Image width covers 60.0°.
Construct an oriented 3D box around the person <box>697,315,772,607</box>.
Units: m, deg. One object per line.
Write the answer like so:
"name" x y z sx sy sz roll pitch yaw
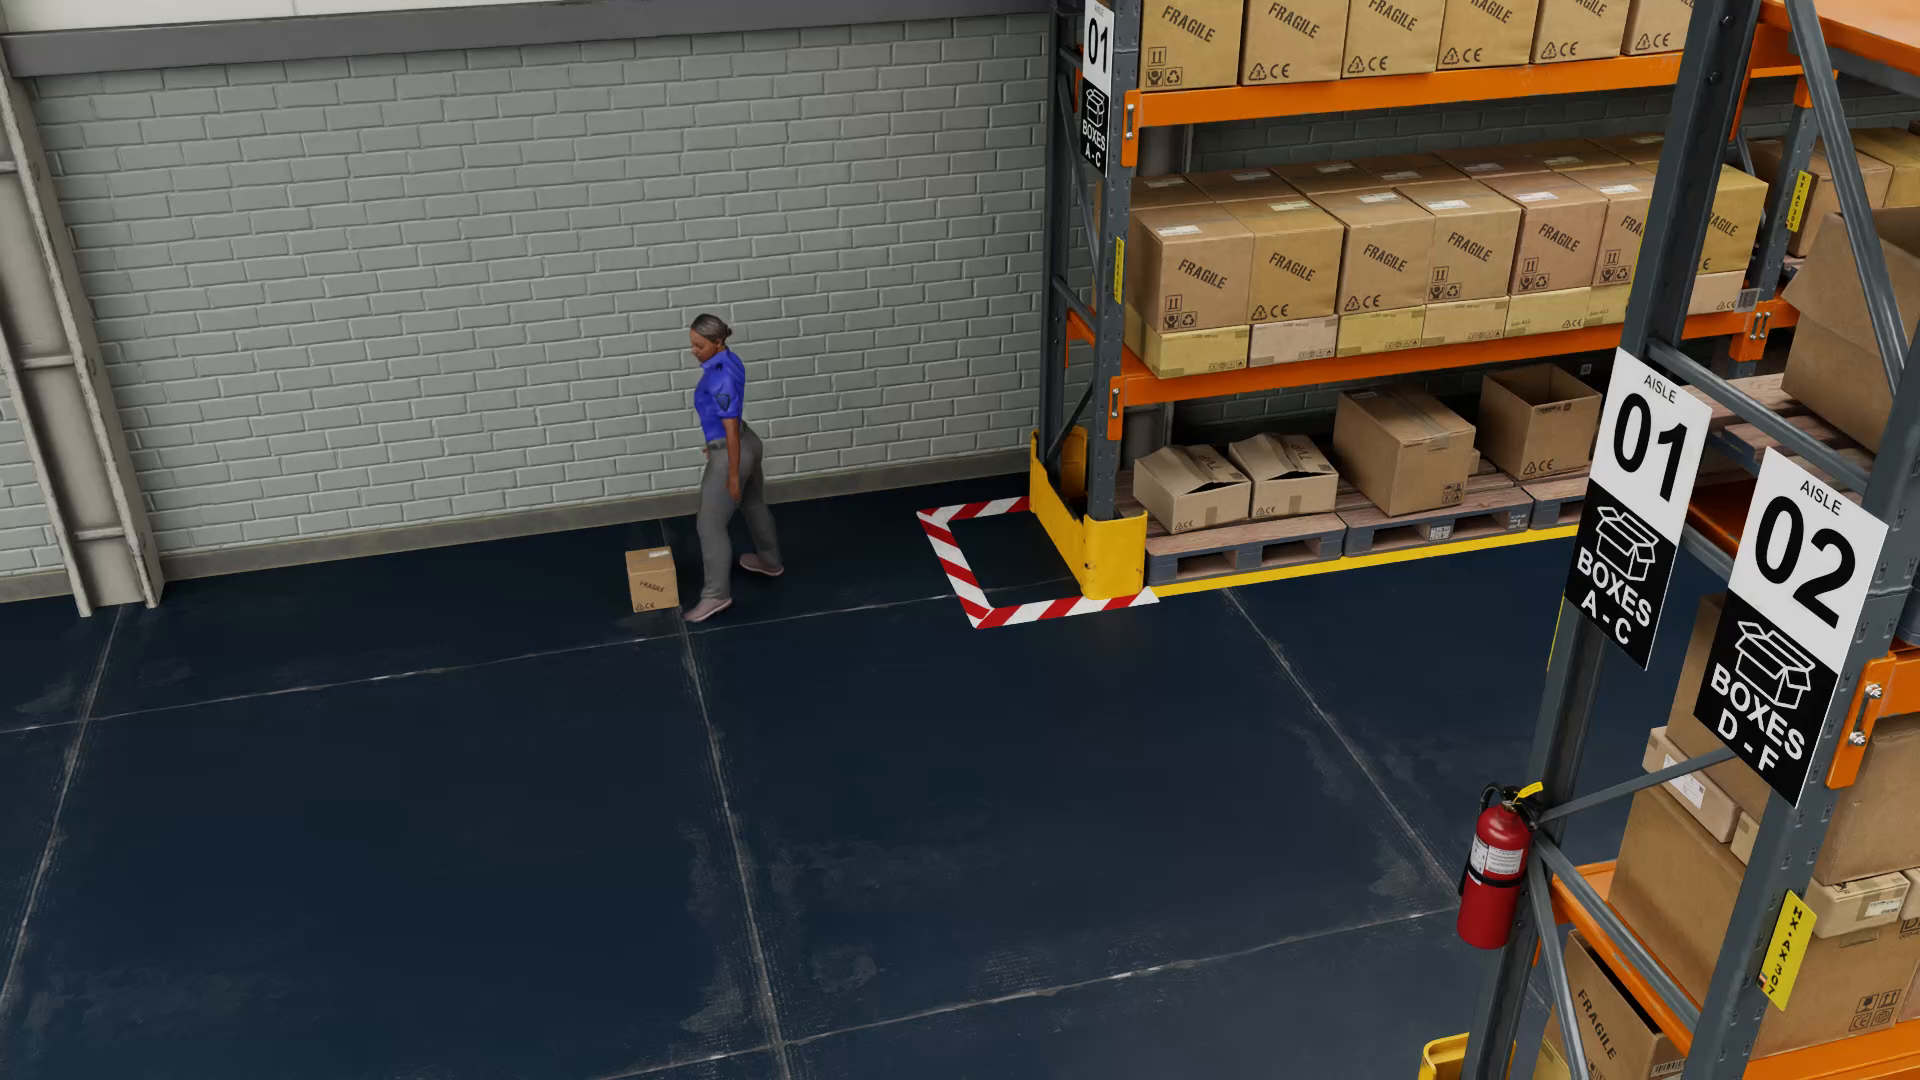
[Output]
"person" -1.236 -0.434 9.034 0.397 1.720 0.522 -7 31 -12
